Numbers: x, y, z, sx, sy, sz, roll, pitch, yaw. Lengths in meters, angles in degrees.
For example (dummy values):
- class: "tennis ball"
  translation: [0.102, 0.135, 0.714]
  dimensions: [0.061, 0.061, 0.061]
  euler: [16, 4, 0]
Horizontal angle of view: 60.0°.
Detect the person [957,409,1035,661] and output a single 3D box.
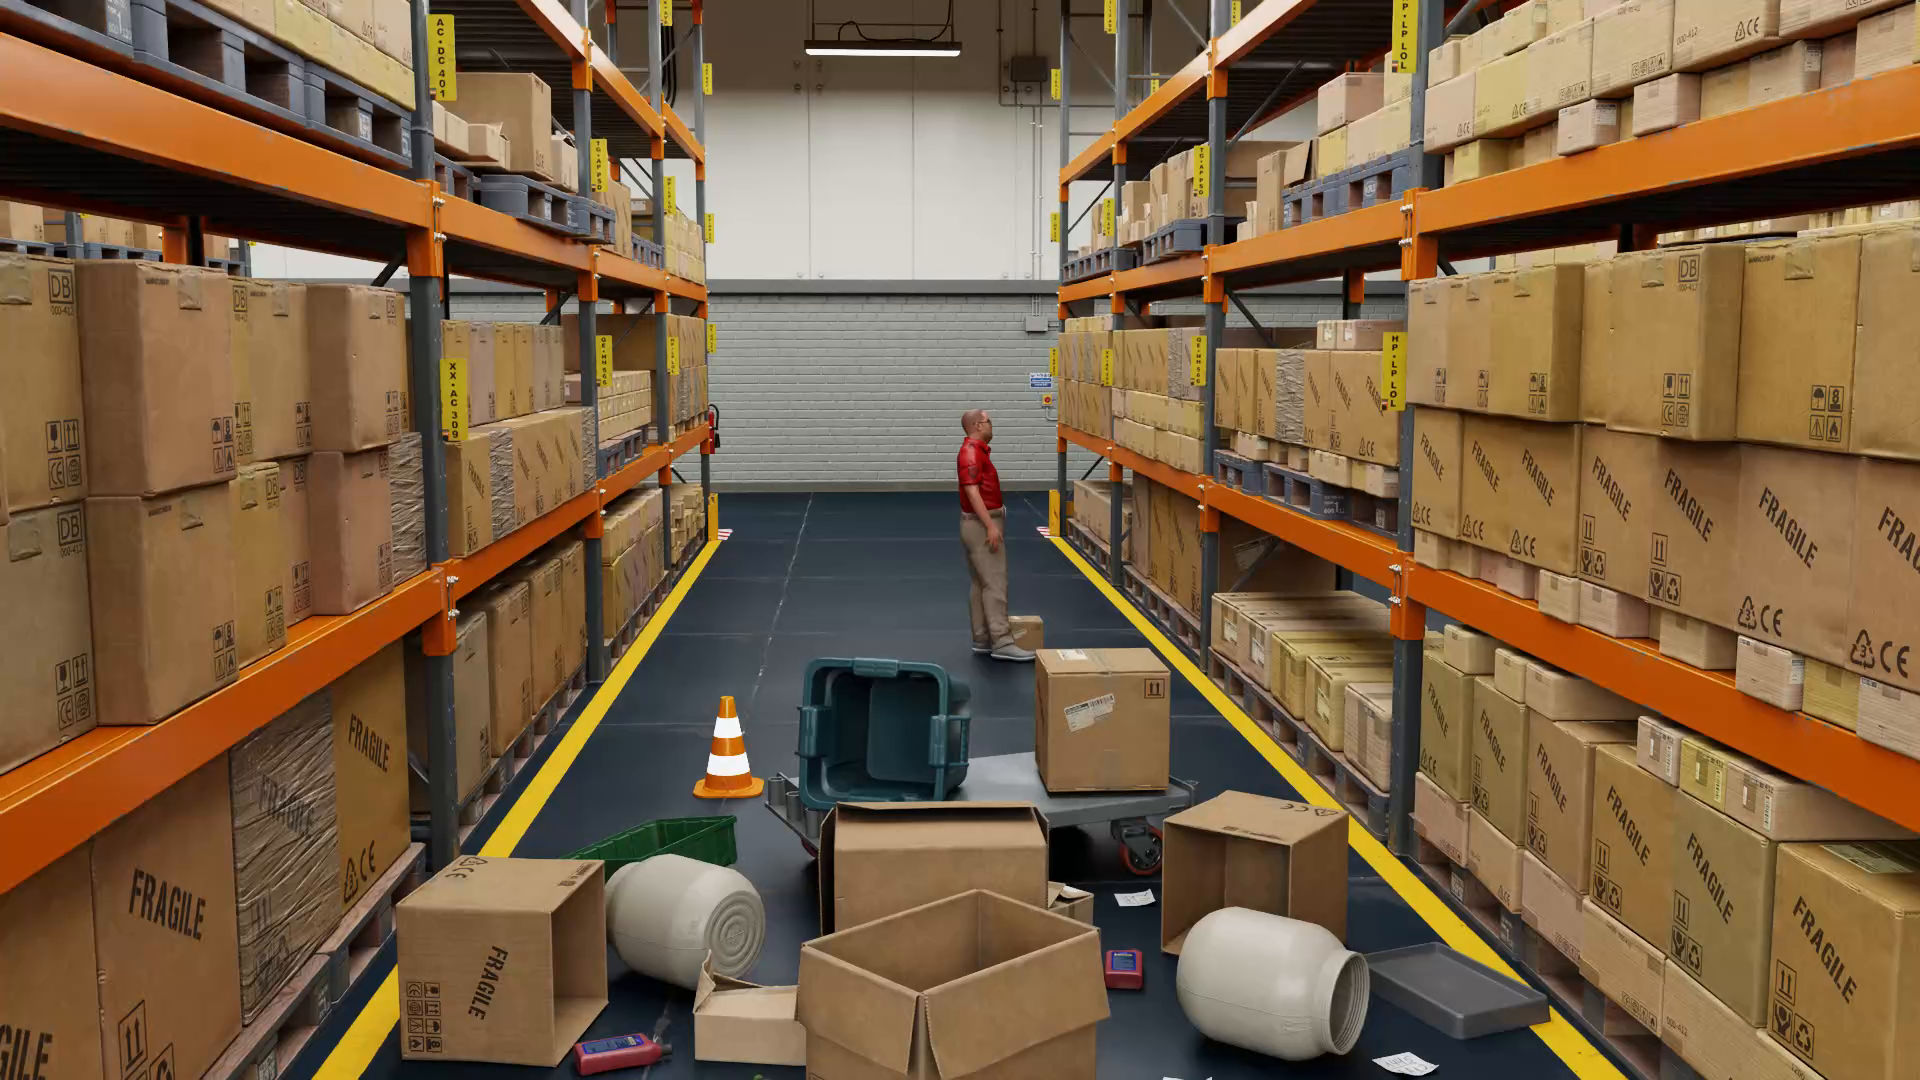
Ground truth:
- class: "person"
  translation: [0.252, -0.054, 11.679]
  dimensions: [0.550, 1.727, 0.641]
  euler: [0, 7, -4]
